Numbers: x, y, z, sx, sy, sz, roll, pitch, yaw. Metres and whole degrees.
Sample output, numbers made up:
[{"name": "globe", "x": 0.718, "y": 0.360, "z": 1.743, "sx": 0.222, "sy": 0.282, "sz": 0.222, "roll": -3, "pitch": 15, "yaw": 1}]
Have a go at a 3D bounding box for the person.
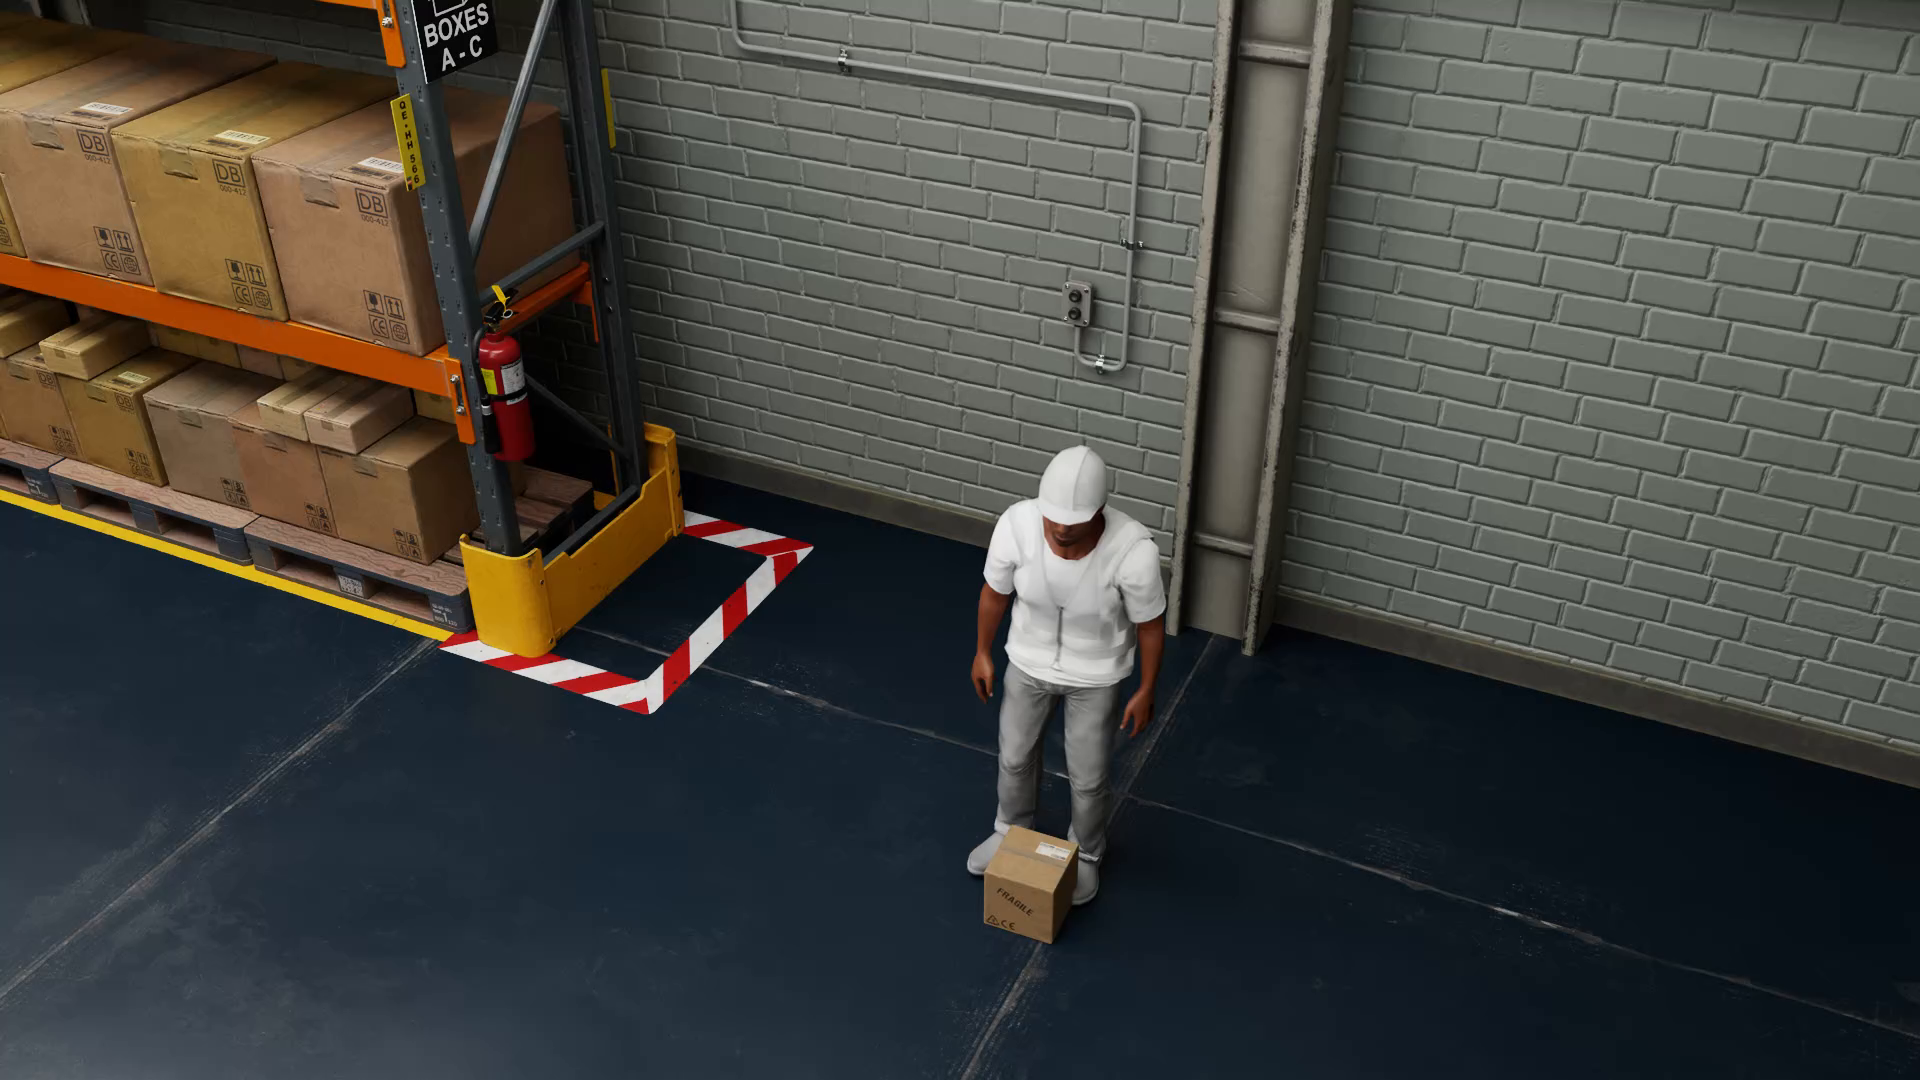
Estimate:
[{"name": "person", "x": 0.342, "y": 0.145, "z": 5.275, "sx": 0.632, "sy": 1.062, "sz": 0.462, "roll": 12, "pitch": 35, "yaw": 18}]
